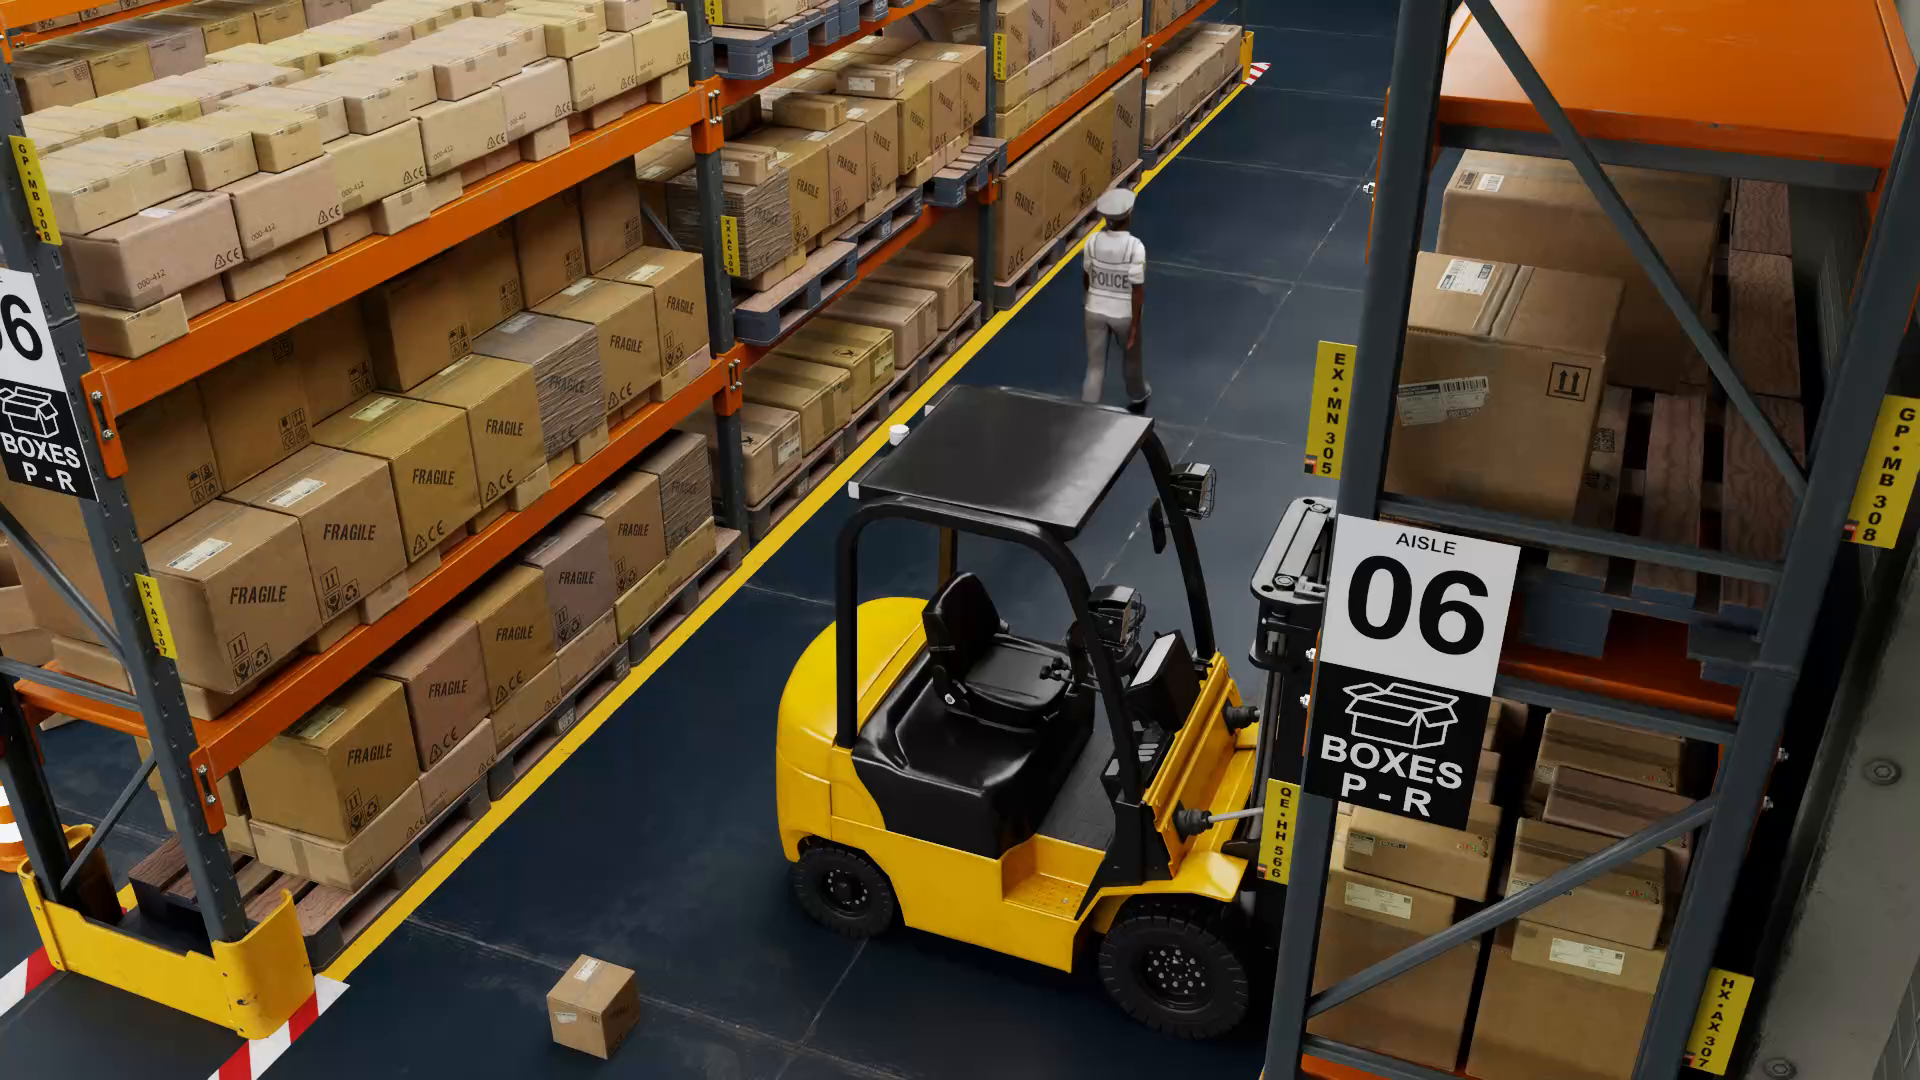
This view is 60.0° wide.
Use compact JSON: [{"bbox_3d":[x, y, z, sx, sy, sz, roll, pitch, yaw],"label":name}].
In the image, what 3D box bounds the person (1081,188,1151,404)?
[{"bbox_3d":[1.037,-1.554,11.047,0.459,1.636,0.997,10,31,17],"label":"person"}]
